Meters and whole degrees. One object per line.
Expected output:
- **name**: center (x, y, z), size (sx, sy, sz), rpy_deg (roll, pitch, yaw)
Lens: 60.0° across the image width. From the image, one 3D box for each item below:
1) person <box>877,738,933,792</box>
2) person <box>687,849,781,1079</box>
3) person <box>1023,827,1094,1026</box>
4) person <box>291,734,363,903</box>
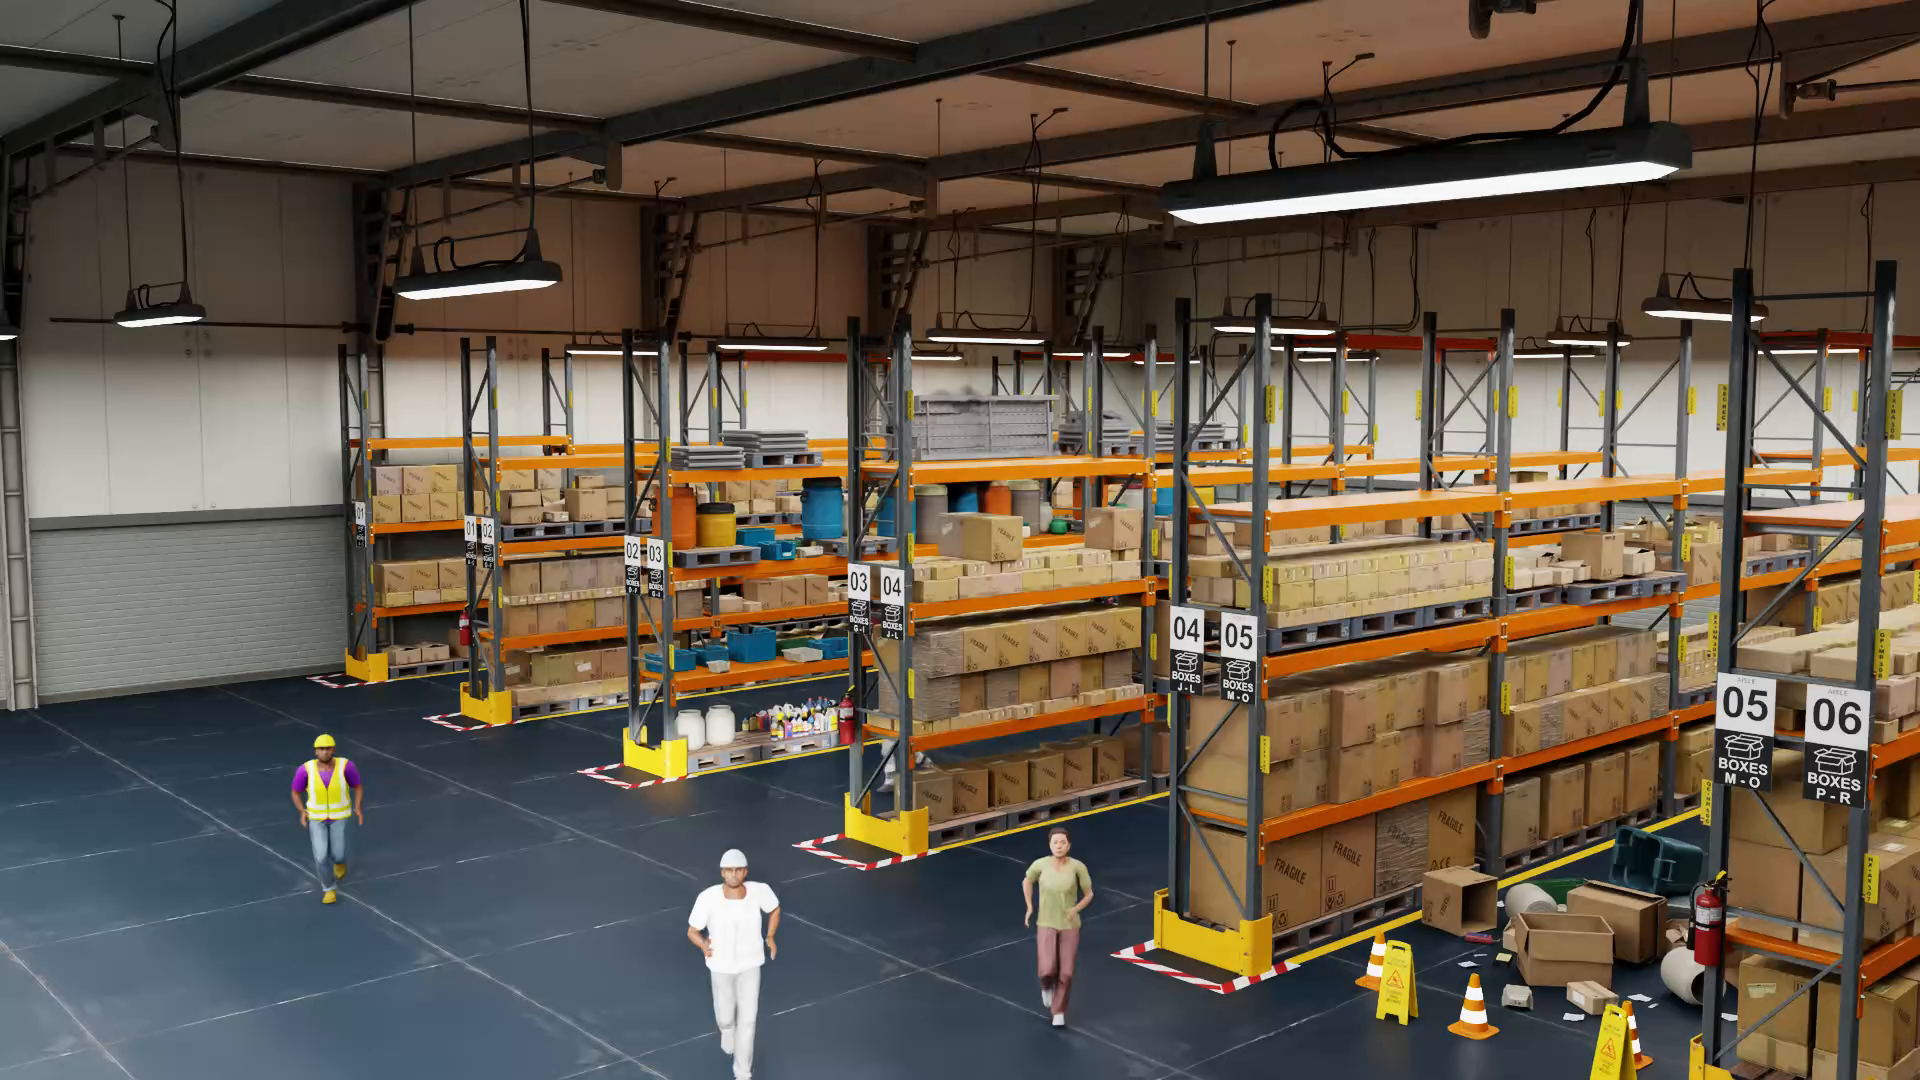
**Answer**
- **person**: center (-0.741, 2.362, 21.518), size (0.876, 1.761, 0.669), rpy_deg (-5, 7, -44)
- **person**: center (-1.674, 3.170, 12.388), size (0.700, 1.761, 0.957), rpy_deg (-1, 5, -9)
- **person**: center (0.793, 3.148, 13.522), size (0.583, 1.619, 0.541), rpy_deg (0, 5, 4)
- **person**: center (-6.444, 2.803, 16.946), size (0.682, 1.713, 0.622), rpy_deg (-2, 5, -21)
